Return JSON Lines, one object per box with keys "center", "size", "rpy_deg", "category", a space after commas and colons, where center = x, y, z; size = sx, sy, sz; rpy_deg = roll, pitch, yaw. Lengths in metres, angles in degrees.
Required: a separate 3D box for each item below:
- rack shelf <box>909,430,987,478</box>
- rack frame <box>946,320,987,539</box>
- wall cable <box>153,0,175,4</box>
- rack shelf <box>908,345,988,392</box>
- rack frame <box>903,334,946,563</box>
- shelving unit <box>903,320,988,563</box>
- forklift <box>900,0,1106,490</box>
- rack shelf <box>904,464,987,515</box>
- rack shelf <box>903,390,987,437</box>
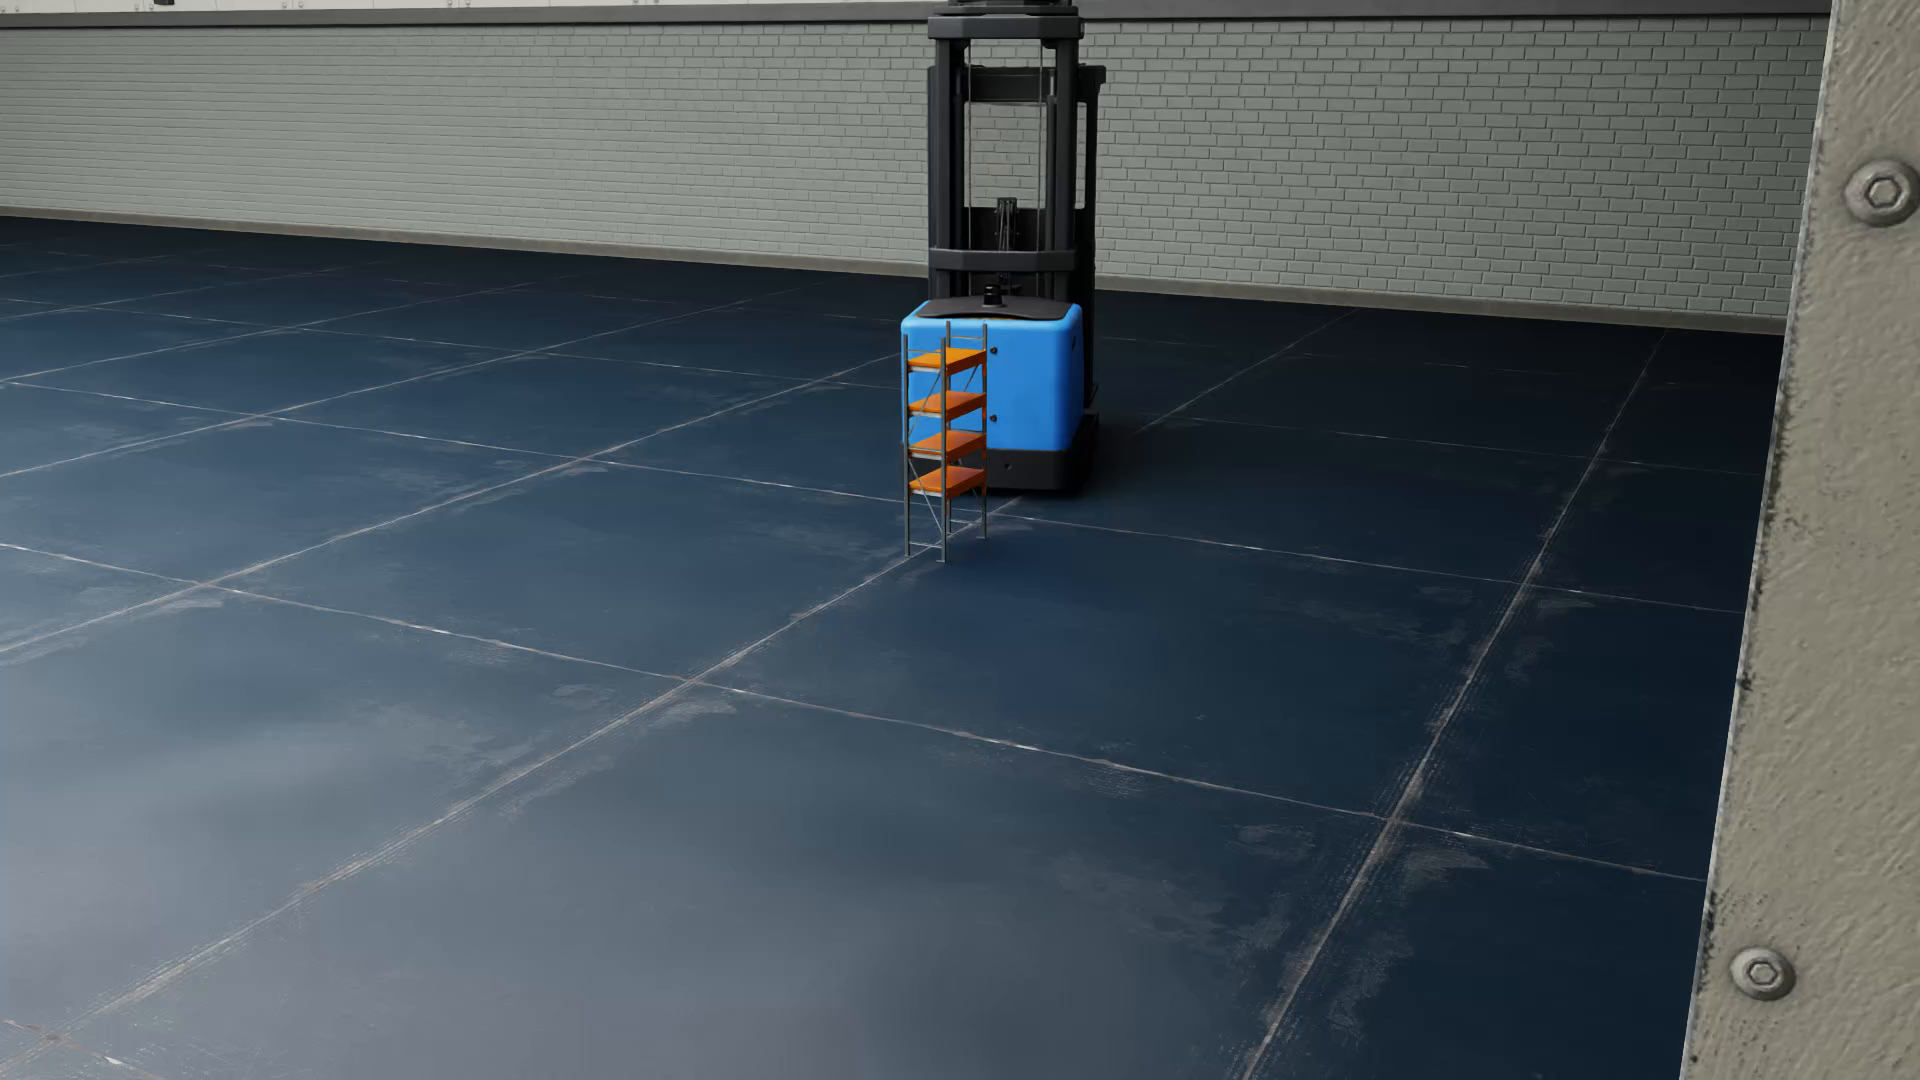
{"center": [-0.074, -0.469, 8.909], "size": [0.258, 0.148, 0.480], "rpy_deg": [8, 18, 25], "category": "rack shelf"}
{"center": [0.035, -0.595, 9.099], "size": [0.240, 1.200, 0.015], "rpy_deg": [8, 18, 25], "category": "rack frame"}
{"center": [-10.593, -10.475, 22.691], "size": [2.305, 6.003, 0.169], "rpy_deg": [8, 18, 25], "category": "wall cable"}
{"center": [-0.074, -0.910, 8.778], "size": [0.258, 0.148, 0.480], "rpy_deg": [8, 18, 25], "category": "rack shelf"}
{"center": [-0.183, -0.471, 8.680], "size": [0.240, 1.200, 0.015], "rpy_deg": [8, 18, 25], "category": "rack frame"}
{"center": [-0.074, -0.533, 8.889], "size": [0.258, 1.200, 0.503], "rpy_deg": [8, 18, 25], "category": "shelving unit"}
{"center": [0.372, -2.079, 11.055], "size": [1.130, 2.935, 3.031], "rpy_deg": [3, 17, 9], "category": "forklift"}
{"center": [-0.074, -0.278, 8.965], "size": [0.258, 0.148, 0.480], "rpy_deg": [8, 18, 25], "category": "rack shelf"}
{"center": [-0.074, -0.683, 8.845], "size": [0.258, 0.148, 0.480], "rpy_deg": [8, 18, 25], "category": "rack shelf"}
